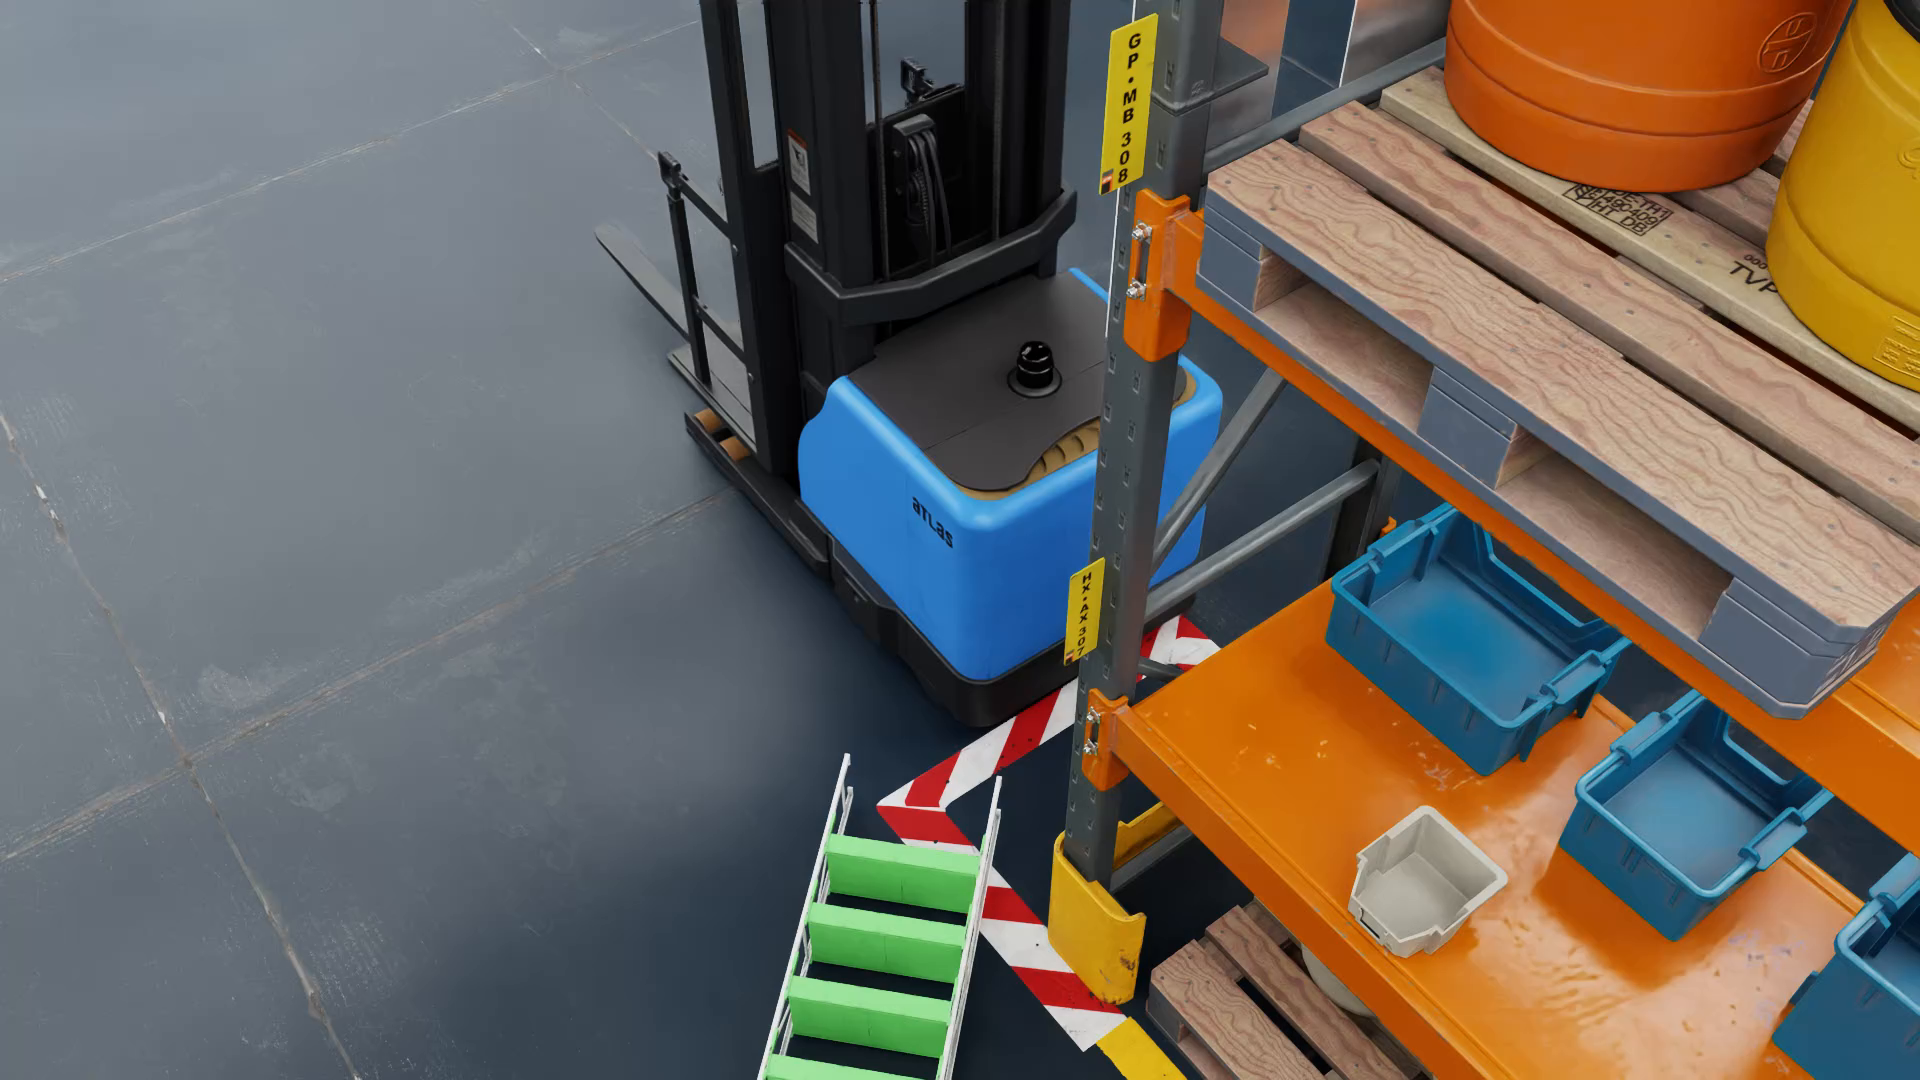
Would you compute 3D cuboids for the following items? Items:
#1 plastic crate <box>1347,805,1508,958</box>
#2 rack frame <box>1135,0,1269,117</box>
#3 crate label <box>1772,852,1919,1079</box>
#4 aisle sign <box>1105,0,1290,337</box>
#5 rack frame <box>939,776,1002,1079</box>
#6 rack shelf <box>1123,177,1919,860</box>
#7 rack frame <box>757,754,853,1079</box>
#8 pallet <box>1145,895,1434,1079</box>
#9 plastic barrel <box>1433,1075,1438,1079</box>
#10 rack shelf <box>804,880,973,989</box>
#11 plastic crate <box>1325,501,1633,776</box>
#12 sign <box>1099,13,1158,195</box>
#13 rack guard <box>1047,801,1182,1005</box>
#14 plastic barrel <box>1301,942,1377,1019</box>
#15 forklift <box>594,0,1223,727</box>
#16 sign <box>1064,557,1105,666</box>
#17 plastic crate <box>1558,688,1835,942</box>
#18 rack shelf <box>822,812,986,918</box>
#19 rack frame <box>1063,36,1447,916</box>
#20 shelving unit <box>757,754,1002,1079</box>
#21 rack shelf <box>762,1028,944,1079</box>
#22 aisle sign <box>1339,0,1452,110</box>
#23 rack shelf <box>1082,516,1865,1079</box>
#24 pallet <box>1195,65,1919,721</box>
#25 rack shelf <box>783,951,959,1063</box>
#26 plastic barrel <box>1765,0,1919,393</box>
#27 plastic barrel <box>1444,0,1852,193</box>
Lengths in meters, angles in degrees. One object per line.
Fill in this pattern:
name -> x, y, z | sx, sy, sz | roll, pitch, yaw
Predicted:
plastic crate -> 1.016, 0.780, 3.696 | 0.298, 0.136, 0.250 | -29, 54, -24
rack frame -> 0.730, -1.996, 1.985 | 1.000, 3.000, 0.127 | -29, 54, -24
crate label -> 2.060, 0.971, 3.321 | 0.502, 0.435, 0.616 | -29, 54, -24
aisle sign -> 0.453, -0.765, 3.164 | 0.394, 0.787, 0.004 | -29, 54, -24
rack frame -> 0.019, 1.260, 4.909 | 0.015, 0.240, 1.200 | 7, 48, 7
rack shelf -> 1.941, 0.433, 2.294 | 1.077, 0.370, 4.000 | -29, 54, -24
rack frame -> -0.462, 1.197, 4.967 | 0.015, 0.240, 1.200 | 7, 48, 7
pallet -> 1.301, 1.461, 4.783 | 1.003, 0.211, 1.213 | -29, 54, -24
plastic barrel -> 1.493, 1.363, 4.385 | 0.421, 0.512, 0.421 | 0, 48, 0
rack shelf -> -0.210, 1.182, 4.980 | 0.480, 0.258, 0.148 | 7, 48, 7
plastic crate -> 1.271, 0.230, 4.117 | 0.499, 0.251, 0.616 | -29, 54, -24
sign -> 0.290, -0.747, 2.872 | 0.100, 0.325, 0.005 | -29, 54, -24
rack guard -> 0.813, 0.883, 5.112 | 1.175, 0.500, 0.348 | -29, 54, -24
plastic barrel -> 1.189, 1.068, 4.653 | 0.421, 0.512, 0.421 | 0, 48, 0
forklift -> -0.420, -1.413, 5.553 | 1.130, 2.935, 3.031 | -28, 54, -23
sign -> 0.290, 0.171, 3.884 | 0.100, 0.325, 0.005 | -29, 54, -24
plastic crate -> 1.660, 0.616, 3.768 | 0.499, 0.251, 0.408 | -29, 54, -24
rack shelf -> -0.168, 1.006, 5.139 | 0.480, 0.258, 0.148 | 7, 48, 7
rack frame -> 0.730, 0.019, 4.208 | 1.000, 3.000, 0.127 | -29, 54, -24
shelving unit -> -0.221, 1.228, 4.938 | 0.503, 0.258, 1.200 | 7, 48, 7
rack shelf -> -0.294, 1.532, 4.663 | 0.480, 0.258, 0.148 | 7, 48, 7
aisle sign -> 0.923, -1.030, 3.404 | 0.394, 0.787, 0.004 | -29, 54, -24
rack shelf -> 1.941, 1.440, 3.405 | 1.077, 0.370, 4.000 | -29, 54, -24
pallet -> 1.153, -0.393, 2.685 | 1.003, 0.211, 1.213 | -29, 54, -24
rack shelf -> -0.252, 1.357, 4.821 | 0.480, 0.258, 0.148 | 7, 48, 7
plastic barrel -> 1.521, -0.577, 2.314 | 0.600, 0.588, 0.600 | 0, 48, 0
plastic barrel -> 1.125, -1.044, 2.574 | 0.600, 0.830, 0.708 | -29, 54, -24
